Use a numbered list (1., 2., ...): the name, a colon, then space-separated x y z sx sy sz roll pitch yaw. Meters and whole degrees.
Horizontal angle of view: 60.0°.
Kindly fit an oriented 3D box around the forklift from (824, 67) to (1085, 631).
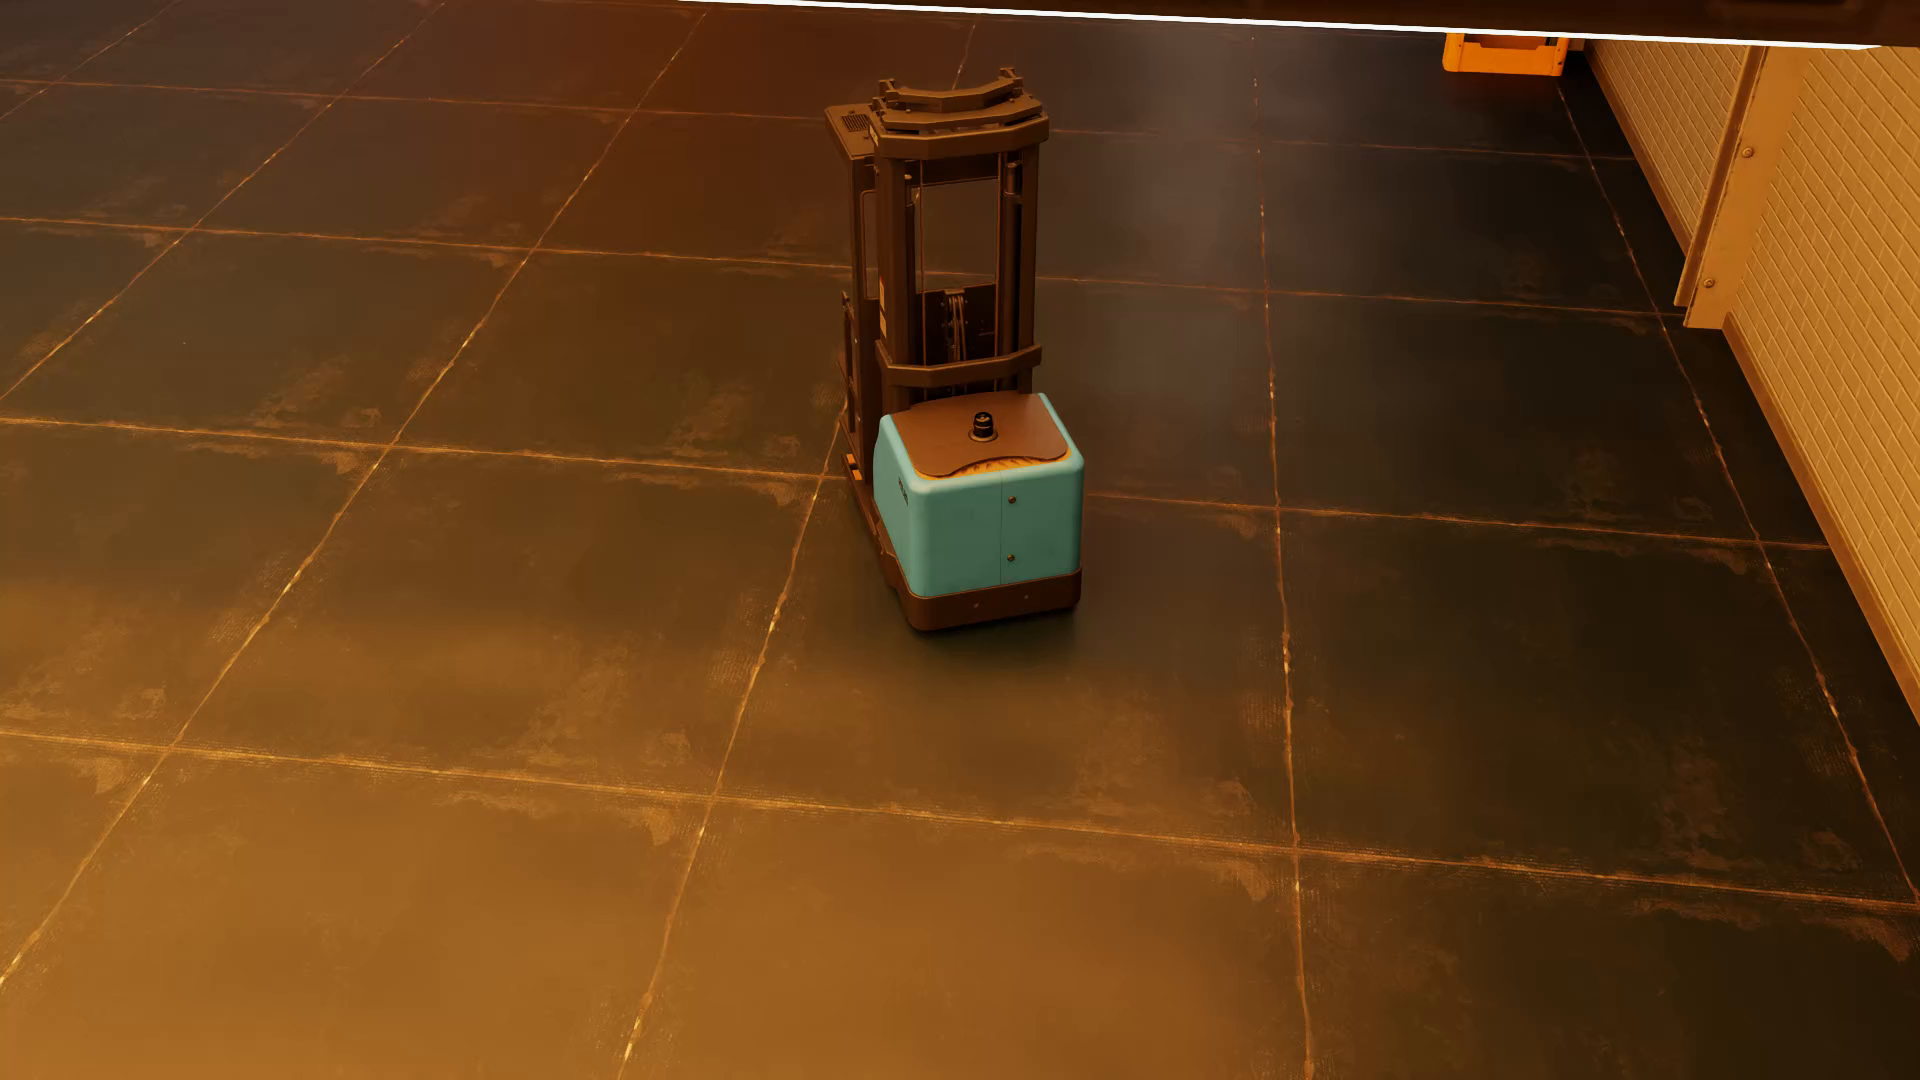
1. forklift: -0.159 -1.528 10.103 1.130 2.935 3.031 -9 37 -12
